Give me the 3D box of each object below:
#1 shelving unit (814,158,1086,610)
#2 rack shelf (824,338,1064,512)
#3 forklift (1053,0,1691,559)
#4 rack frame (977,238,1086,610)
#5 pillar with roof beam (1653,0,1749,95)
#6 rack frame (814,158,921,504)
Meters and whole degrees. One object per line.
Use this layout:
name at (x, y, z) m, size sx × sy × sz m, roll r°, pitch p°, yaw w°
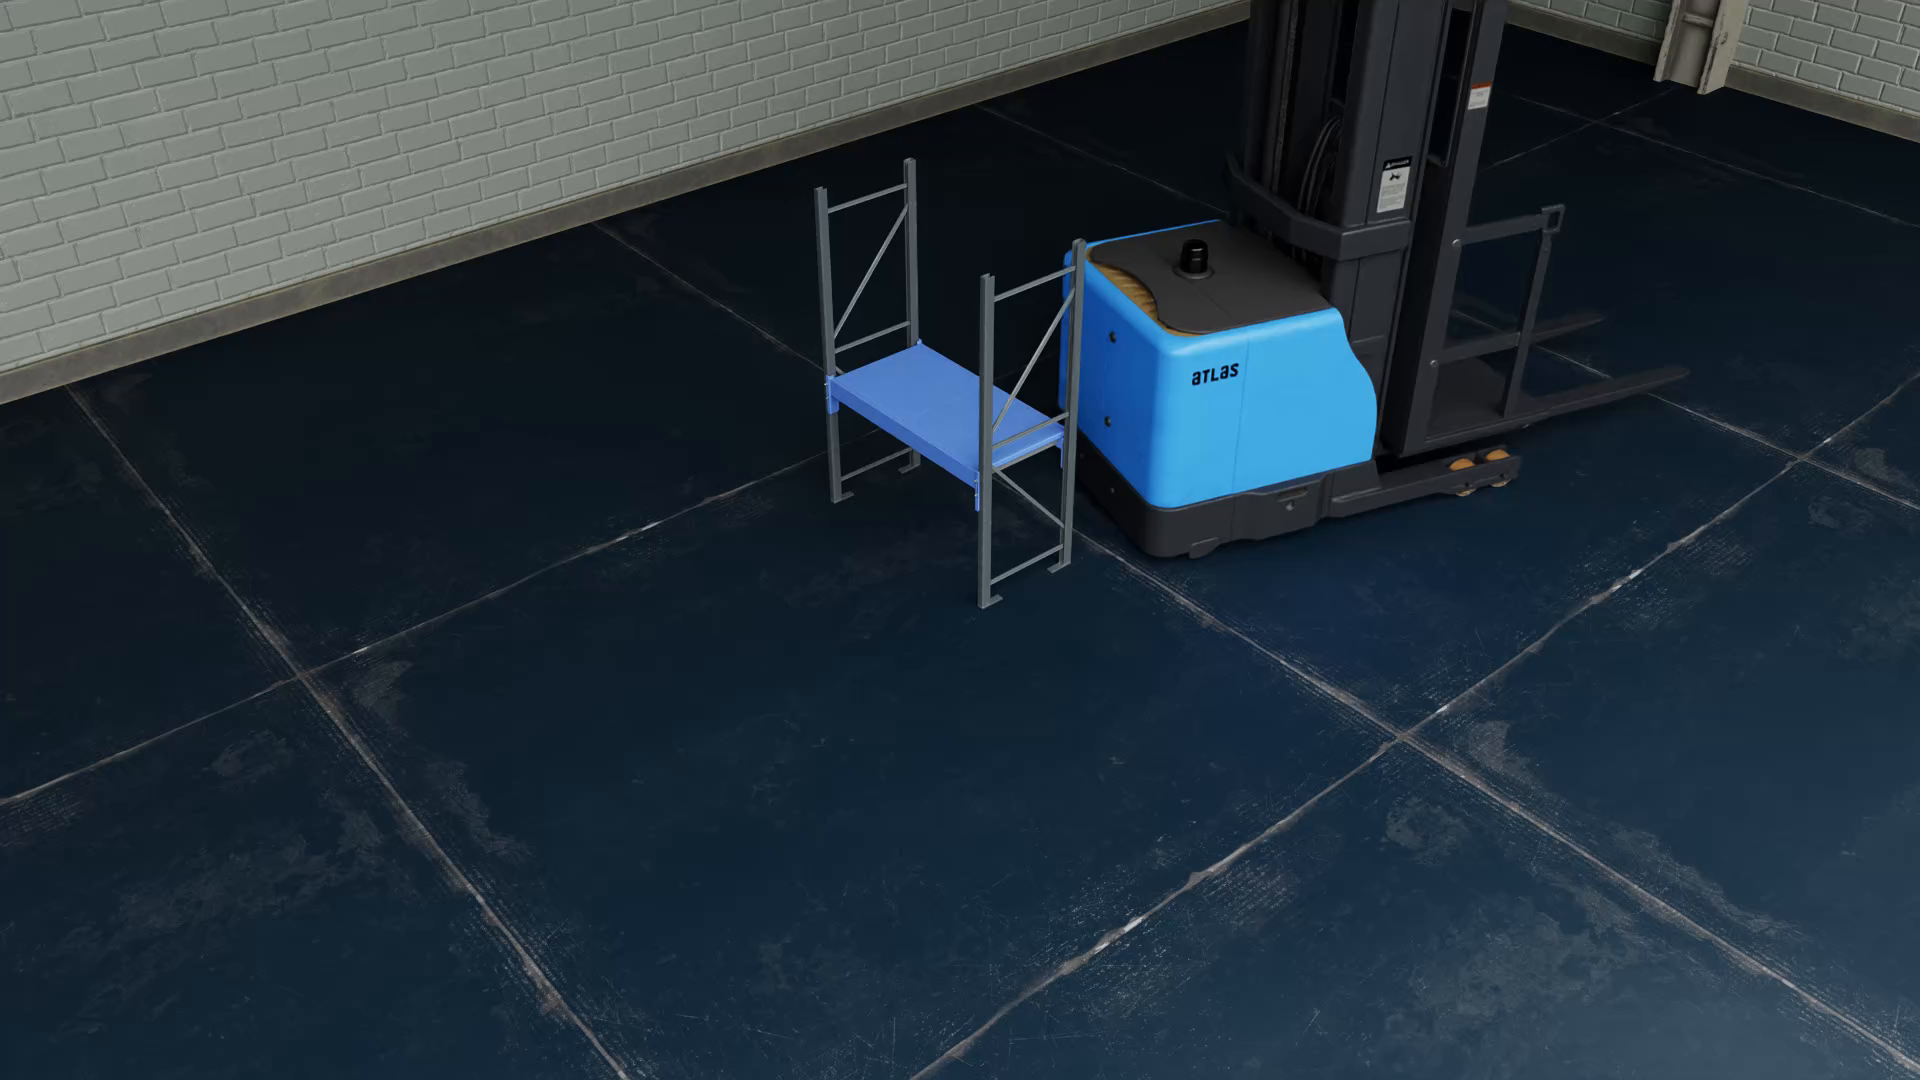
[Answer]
shelving unit at (-0.055, -0.650, 6.870) m, size 0.538 × 1.500 × 1.048 m, roll -26°, pitch 43°, yaw -32°
rack shelf at (-0.055, -0.503, 6.974) m, size 0.538 × 0.185 × 1.000 m, roll -26°, pitch 43°, yaw -32°
forklift at (1.999, -1.662, 7.061) m, size 3.031 × 2.935 × 1.130 m, roll -14°, pitch 38°, yaw -18°
rack frame at (0.273, -0.425, 6.553) m, size 0.500 × 1.500 × 0.032 m, roll -26°, pitch 43°, yaw -32°
pillar with roof beam at (1.912, -5.332, 6.993) m, size 9.100 × 9.000 × 0.400 m, roll -26°, pitch 43°, yaw -32°
rack frame at (-0.383, -0.874, 7.187) m, size 0.500 × 1.500 × 0.032 m, roll -26°, pitch 43°, yaw -32°
